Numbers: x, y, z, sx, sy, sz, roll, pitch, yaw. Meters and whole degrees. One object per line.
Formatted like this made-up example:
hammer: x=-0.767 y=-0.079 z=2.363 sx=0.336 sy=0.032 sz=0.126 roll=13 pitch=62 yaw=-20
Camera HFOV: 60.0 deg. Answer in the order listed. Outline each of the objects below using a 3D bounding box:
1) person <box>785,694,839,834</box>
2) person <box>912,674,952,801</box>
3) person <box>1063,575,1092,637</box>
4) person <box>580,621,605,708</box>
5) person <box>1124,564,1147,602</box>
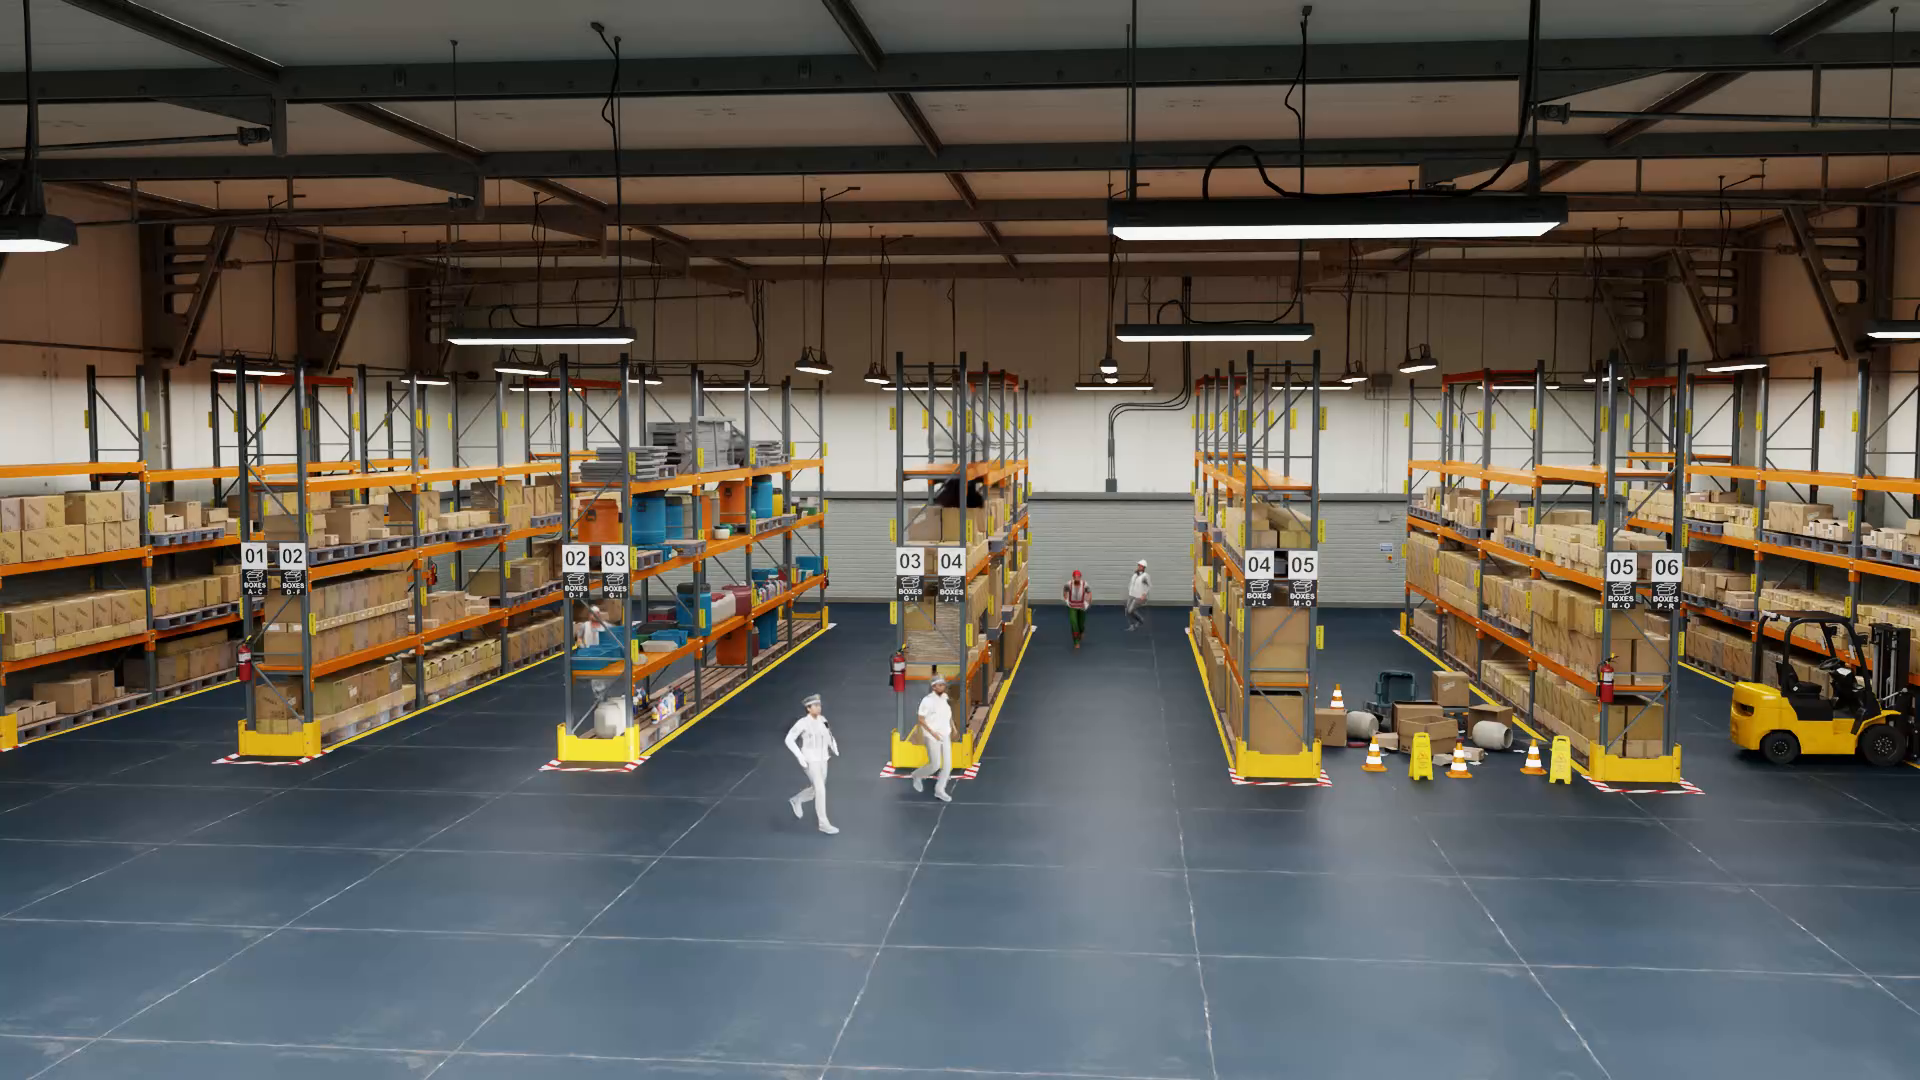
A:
person: x=-1.805 y=2.708 z=20.364 sx=0.857 sy=1.670 sz=0.643 roll=3 pitch=5 yaw=40
person: x=-0.346 y=2.605 z=22.147 sx=0.380 sy=1.684 sz=0.635 roll=-4 pitch=6 yaw=-45
person: x=2.595 y=1.413 z=36.850 sx=0.653 sy=1.434 sz=0.627 roll=1 pitch=4 yaw=11
person: x=-6.331 y=2.178 z=29.041 sx=0.490 sy=1.589 sz=0.749 roll=0 pitch=4 yaw=4
person: x=4.234 y=0.988 z=39.647 sx=0.417 sy=0.917 sz=0.663 roll=-3 pitch=5 yaw=-34
